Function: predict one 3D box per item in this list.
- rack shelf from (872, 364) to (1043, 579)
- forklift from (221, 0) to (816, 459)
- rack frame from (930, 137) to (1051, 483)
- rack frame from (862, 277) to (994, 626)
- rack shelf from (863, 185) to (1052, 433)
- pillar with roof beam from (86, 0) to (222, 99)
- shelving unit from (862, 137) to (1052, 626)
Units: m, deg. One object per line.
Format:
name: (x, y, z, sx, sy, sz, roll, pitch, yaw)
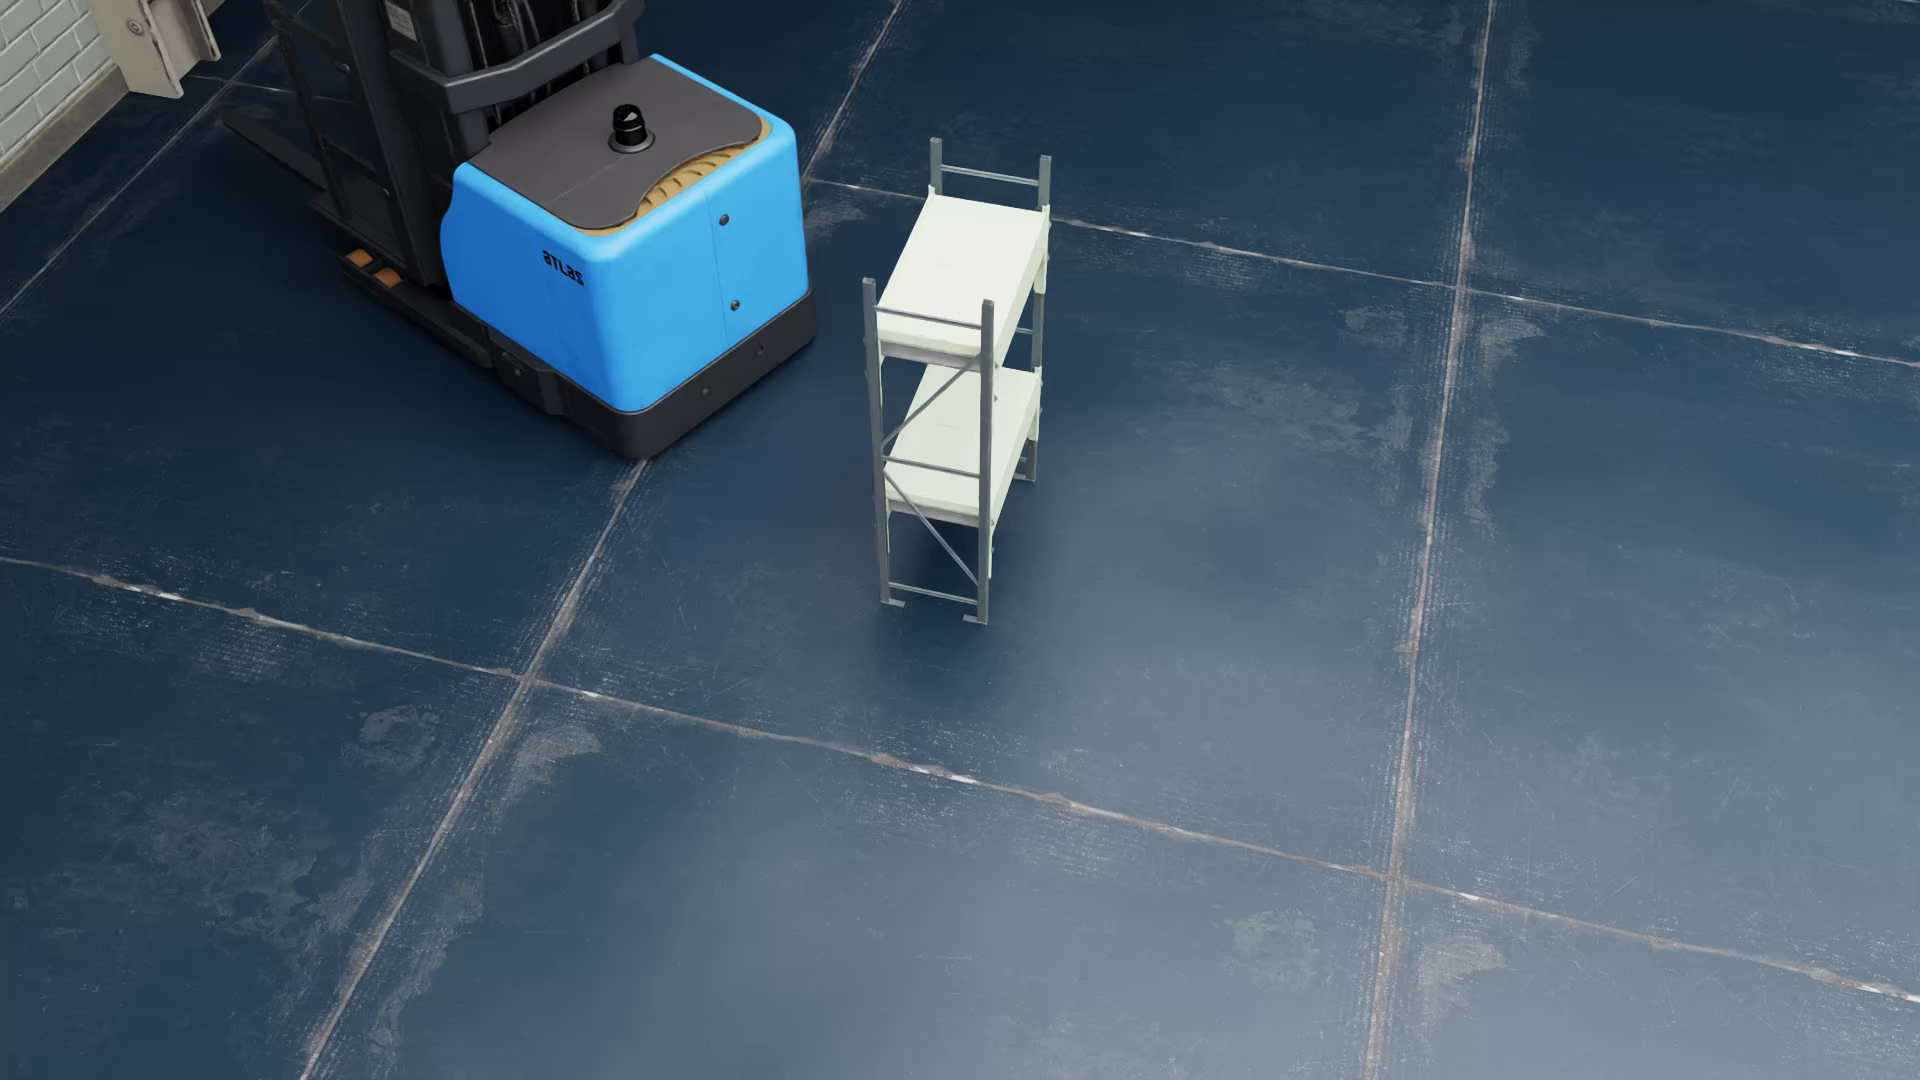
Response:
rack shelf: (0.002, -0.285, 5.936, 0.431, 0.370, 0.720, 12, 50, 10)
forklift: (-2.048, -2.238, 6.270, 3.031, 2.935, 1.130, 32, 56, 25)
rack frame: (0.098, -0.766, 5.926, 0.400, 1.500, 0.023, 12, 50, 10)
rack frame: (-0.095, -0.236, 5.458, 0.400, 1.500, 0.023, 12, 50, 10)
rack shelf: (0.002, -0.759, 5.399, 0.431, 0.370, 0.720, 12, 50, 10)
pillar with roof beam: (0.221, -4.466, 4.190, 9.100, 9.000, 0.400, 12, 50, 10)
shelving unit: (0.002, -0.501, 5.692, 0.431, 1.500, 0.755, 12, 50, 10)
